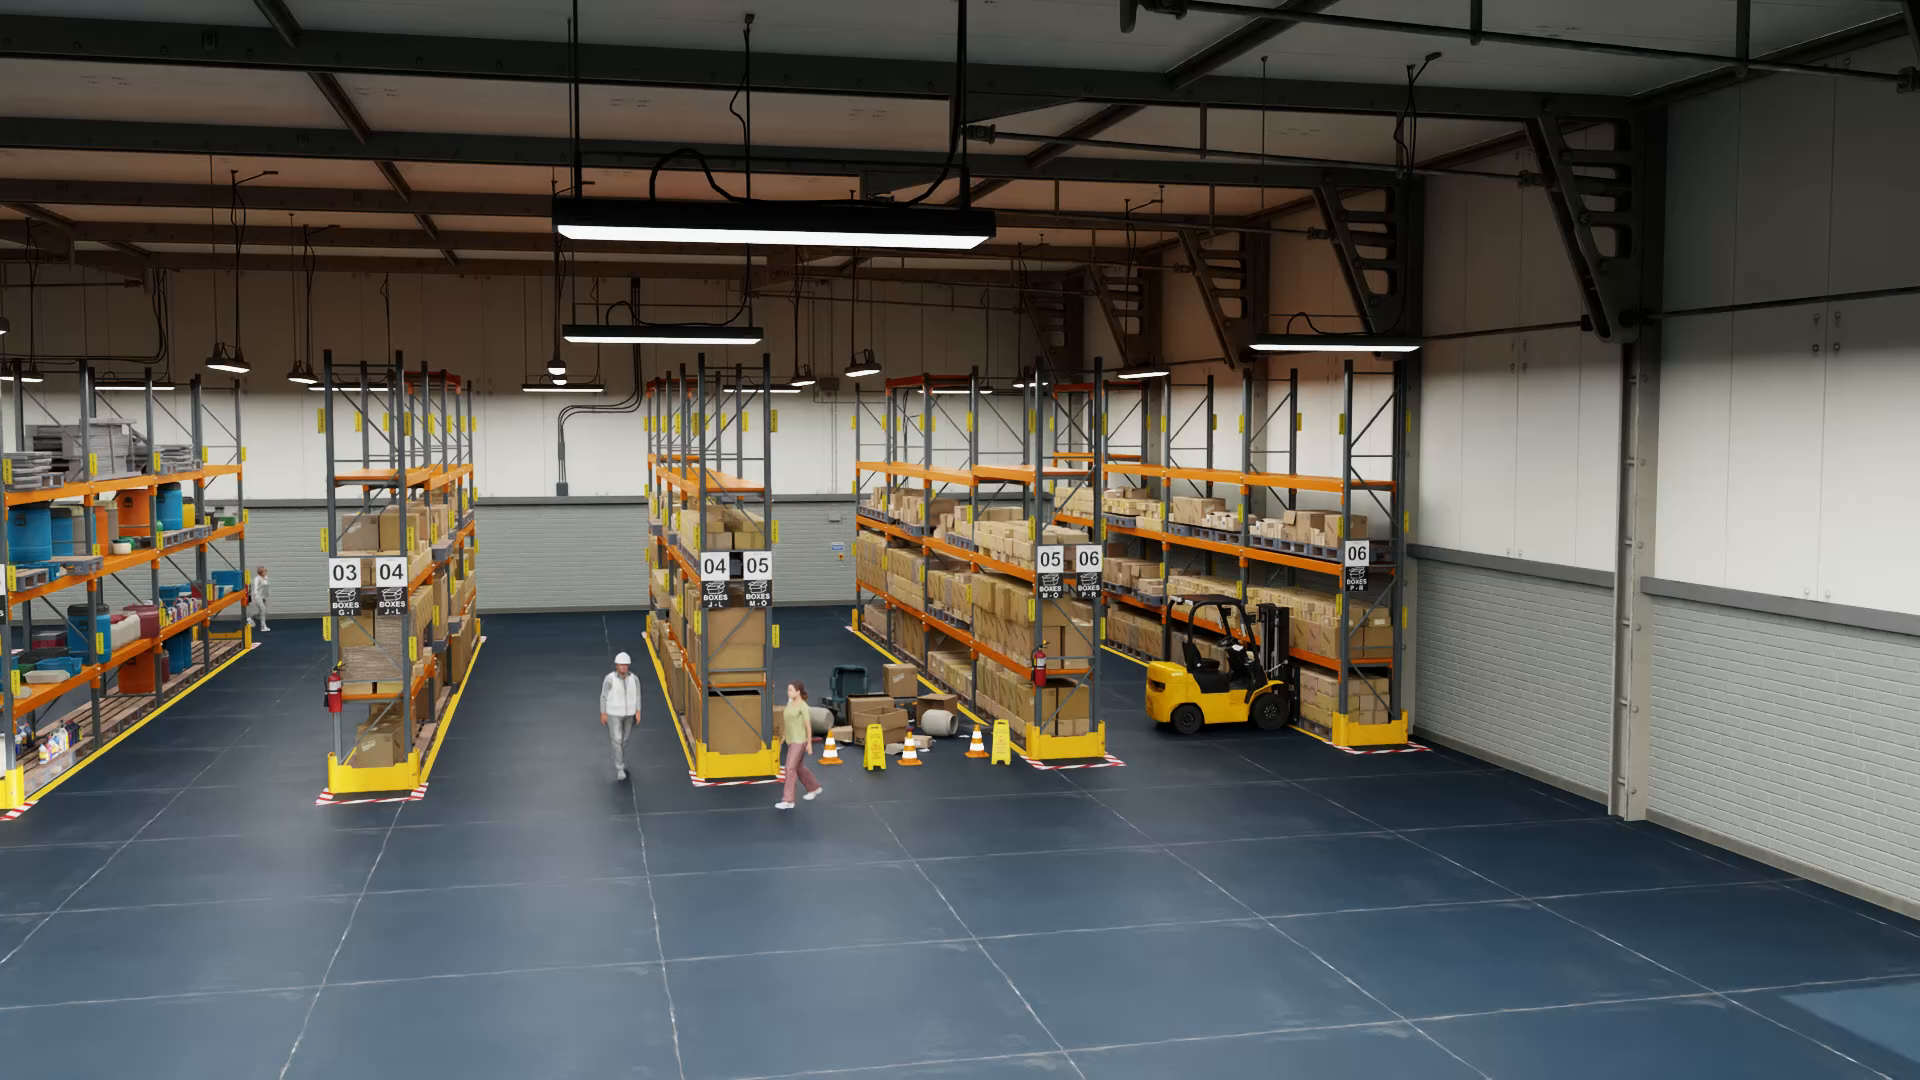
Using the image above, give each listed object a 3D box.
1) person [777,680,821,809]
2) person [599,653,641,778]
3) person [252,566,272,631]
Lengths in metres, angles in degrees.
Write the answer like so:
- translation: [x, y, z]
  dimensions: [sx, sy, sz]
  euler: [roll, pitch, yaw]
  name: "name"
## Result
- translation: [-2.119, 2.663, 21.837]
  dimensions: [0.754, 1.639, 0.438]
  euler: [-2, 5, -29]
  name: "person"
- translation: [-4.808, 2.469, 23.684]
  dimensions: [0.567, 1.718, 0.991]
  euler: [-4, 5, -42]
  name: "person"
- translation: [-16.900, 1.409, 40.225]
  dimensions: [0.645, 1.562, 0.424]
  euler: [1, 4, 19]
  name: "person"
